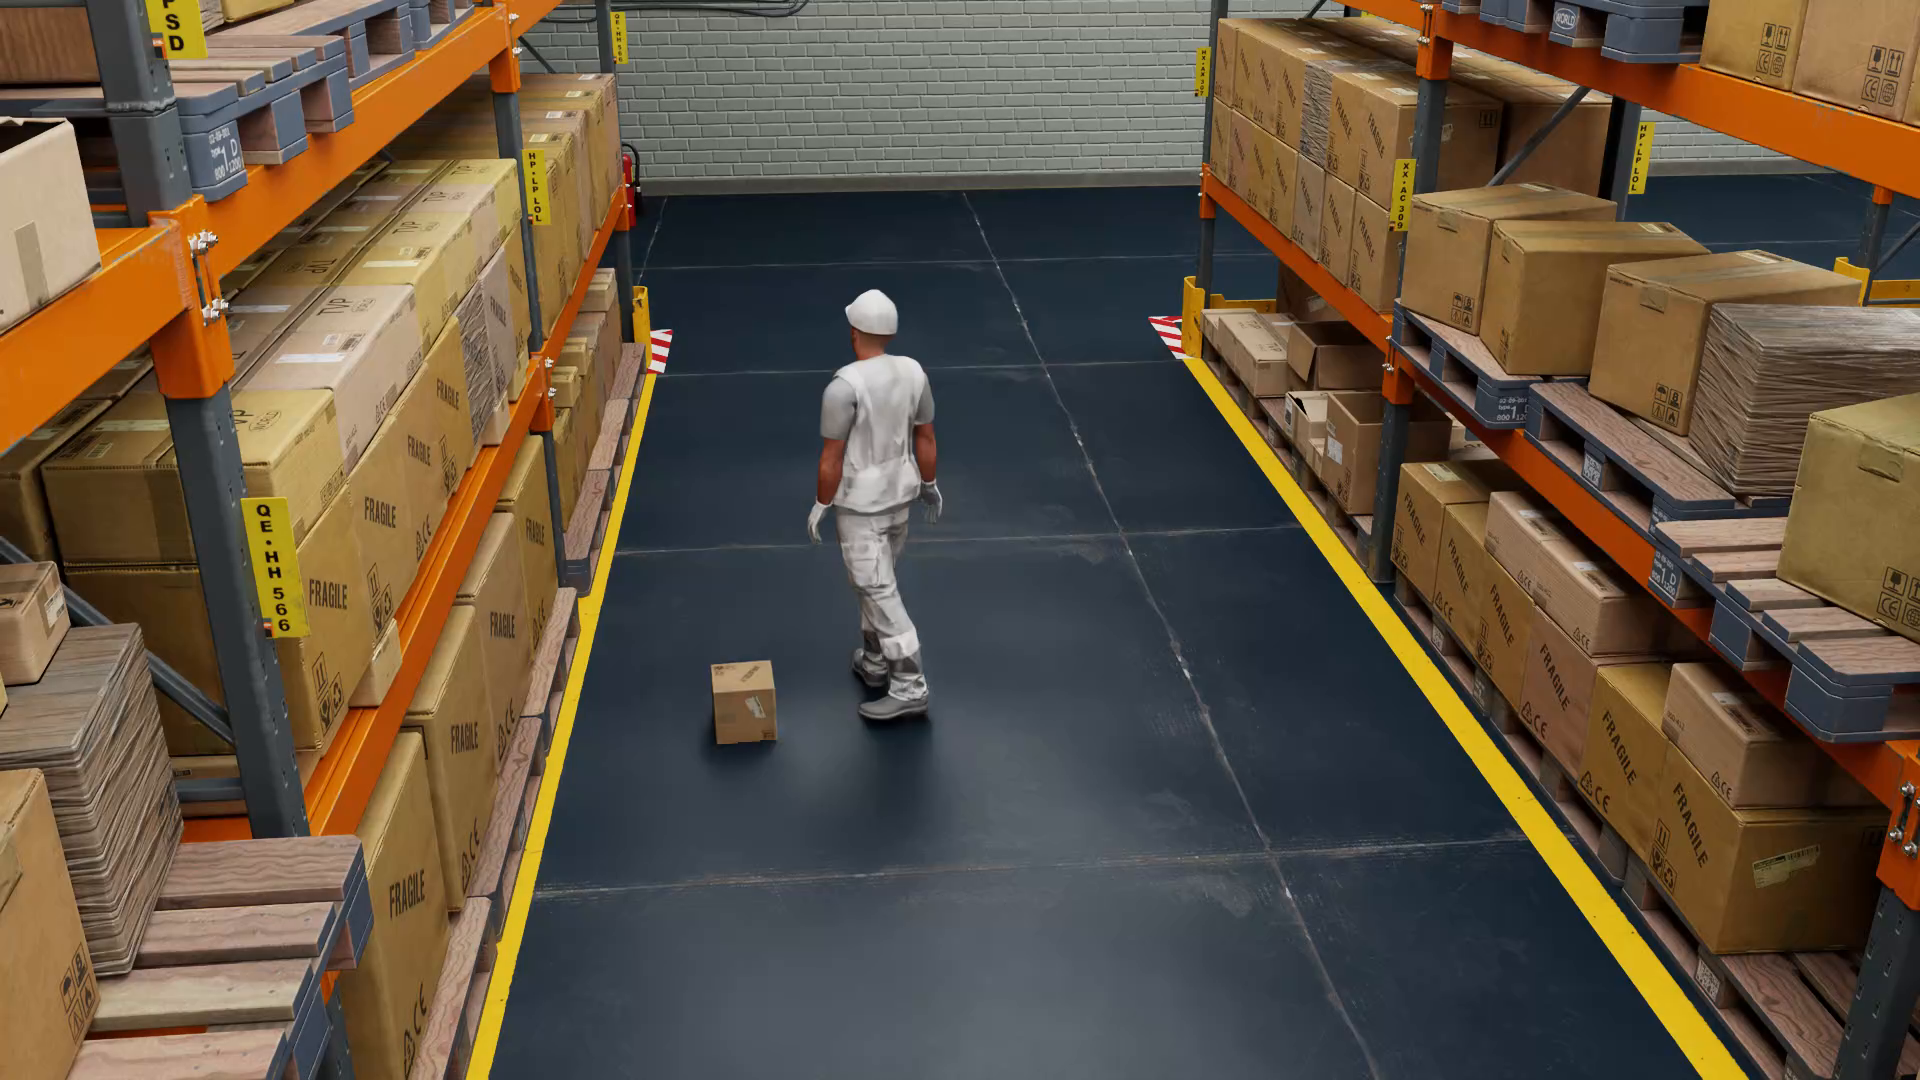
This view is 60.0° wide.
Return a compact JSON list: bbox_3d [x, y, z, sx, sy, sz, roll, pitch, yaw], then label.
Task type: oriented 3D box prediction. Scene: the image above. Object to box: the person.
[{"bbox_3d":[-0.320,-0.153,6.928,0.623,1.779,0.627,21,31,39],"label":"person"}]
